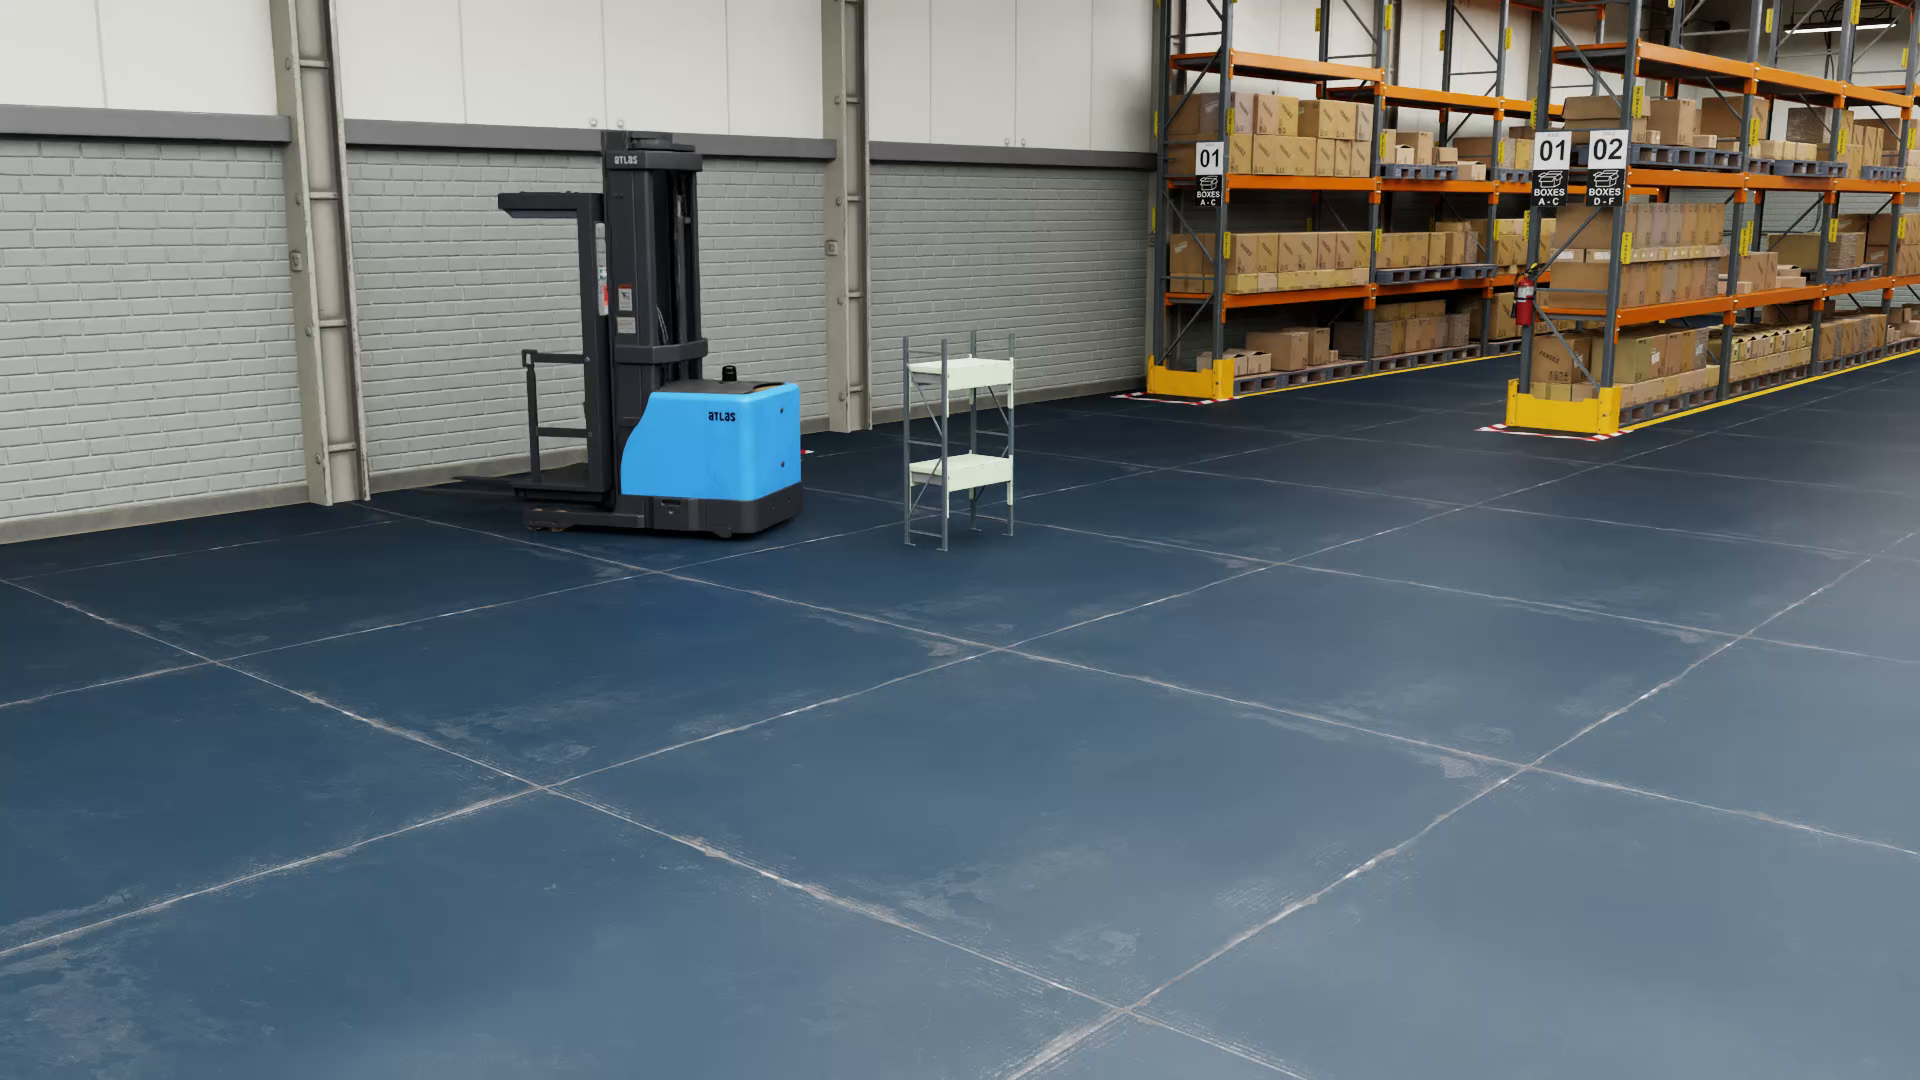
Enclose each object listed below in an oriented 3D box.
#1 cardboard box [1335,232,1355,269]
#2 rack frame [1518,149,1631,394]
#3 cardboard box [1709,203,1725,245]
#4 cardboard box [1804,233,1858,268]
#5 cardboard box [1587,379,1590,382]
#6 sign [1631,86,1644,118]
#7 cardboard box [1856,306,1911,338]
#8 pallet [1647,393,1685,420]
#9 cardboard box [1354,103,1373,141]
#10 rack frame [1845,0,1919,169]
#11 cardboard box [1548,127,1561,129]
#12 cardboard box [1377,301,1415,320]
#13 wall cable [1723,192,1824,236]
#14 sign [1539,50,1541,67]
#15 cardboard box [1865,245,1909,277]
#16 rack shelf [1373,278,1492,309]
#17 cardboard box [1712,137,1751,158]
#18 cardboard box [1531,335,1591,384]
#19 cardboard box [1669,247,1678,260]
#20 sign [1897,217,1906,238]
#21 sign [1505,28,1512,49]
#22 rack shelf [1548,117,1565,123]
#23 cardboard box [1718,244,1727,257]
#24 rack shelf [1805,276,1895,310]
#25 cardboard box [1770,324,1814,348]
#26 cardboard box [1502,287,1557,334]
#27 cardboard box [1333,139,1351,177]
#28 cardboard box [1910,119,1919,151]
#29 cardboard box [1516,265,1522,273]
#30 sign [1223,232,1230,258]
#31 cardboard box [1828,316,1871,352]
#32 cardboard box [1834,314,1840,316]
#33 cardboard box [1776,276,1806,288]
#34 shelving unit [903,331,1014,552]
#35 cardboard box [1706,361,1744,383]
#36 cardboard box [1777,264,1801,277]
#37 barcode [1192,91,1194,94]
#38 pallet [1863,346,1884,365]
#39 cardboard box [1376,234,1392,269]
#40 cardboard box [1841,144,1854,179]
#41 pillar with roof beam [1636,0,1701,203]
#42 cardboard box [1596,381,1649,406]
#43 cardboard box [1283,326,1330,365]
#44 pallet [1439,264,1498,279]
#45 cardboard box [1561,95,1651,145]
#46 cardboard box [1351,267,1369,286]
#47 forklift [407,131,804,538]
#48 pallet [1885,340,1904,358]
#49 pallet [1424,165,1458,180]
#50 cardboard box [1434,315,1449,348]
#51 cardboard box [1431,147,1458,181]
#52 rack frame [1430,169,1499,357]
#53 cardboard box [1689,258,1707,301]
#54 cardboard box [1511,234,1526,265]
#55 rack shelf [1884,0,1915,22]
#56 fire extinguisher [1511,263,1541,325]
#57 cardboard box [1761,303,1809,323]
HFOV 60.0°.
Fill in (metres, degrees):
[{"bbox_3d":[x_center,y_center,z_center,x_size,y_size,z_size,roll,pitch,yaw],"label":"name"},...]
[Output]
[{"bbox_3d":[5.176,-4.058,23.290,0.500,0.500,0.500,10,15,40],"label":"cardboard box"},{"bbox_3d":[6.664,-2.710,18.120,1.000,3.000,0.127,10,15,40],"label":"rack frame"},{"bbox_3d":[9.016,-3.917,20.599,0.700,0.500,0.500,10,15,41],"label":"cardboard box"},{"bbox_3d":[13.023,-4.359,25.049,0.500,0.500,0.700,-9,14,-37],"label":"cardboard box"},{"bbox_3d":[7.117,-1.760,19.310,0.500,0.250,0.500,10,15,40],"label":"cardboard box"},{"bbox_3d":[7.077,-4.576,17.369,0.100,0.325,0.005,10,15,40],"label":"sign"},{"bbox_3d":[15.821,-3.744,28.548,0.797,0.503,0.637,10,15,40],"label":"cardboard box"},{"bbox_3d":[7.942,-1.639,19.878,1.003,0.211,1.213,10,15,40],"label":"pallet"},{"bbox_3d":[5.453,-5.850,23.322,0.500,0.500,0.500,8,14,36],"label":"cardboard box"},{"bbox_3d":[14.585,-7.417,26.372,1.000,3.000,0.127,10,15,40],"label":"rack frame"},{"bbox_3d":[10.182,-7.106,29.180,0.500,0.250,0.500,-11,16,-43],"label":"cardboard box"},{"bbox_3d":[6.683,-3.549,25.664,0.500,0.250,0.500,9,15,39],"label":"cardboard box"},{"bbox_3d":[17.504,-7.909,36.761,3.097,2.526,0.112,10,15,40],"label":"wall cable"},{"bbox_3d":[10.461,-8.668,29.846,0.100,0.325,0.005,10,15,40],"label":"sign"},{"bbox_3d":[15.126,-4.564,27.149,0.500,0.500,0.500,10,15,42],"label":"cardboard box"},{"bbox_3d":[6.901,-3.880,25.814,1.077,0.370,4.000,10,15,40],"label":"rack shelf"},{"bbox_3d":[9.718,-4.991,21.194,0.500,0.250,0.500,-10,15,-42],"label":"cardboard box"},{"bbox_3d":[6.794,-2.052,18.862,0.500,0.500,0.500,10,15,40],"label":"cardboard box"},{"bbox_3d":[8.100,-3.333,19.328,0.380,0.149,0.250,10,15,41],"label":"cardboard box"},{"bbox_3d":[15.004,-4.972,26.489,0.100,0.325,0.005,10,15,40],"label":"sign"},{"bbox_3d":[8.635,-7.897,26.186,0.100,0.325,0.005,10,15,40],"label":"sign"},{"bbox_3d":[12.182,-7.802,31.159,1.077,0.370,4.000,10,15,40],"label":"rack shelf"},{"bbox_3d":[9.285,-3.598,20.654,0.380,0.149,0.250,10,15,40],"label":"cardboard box"},{"bbox_3d":[13.265,-3.828,25.557,1.077,0.370,4.000,10,15,40],"label":"rack shelf"},{"bbox_3d":[11.784,-2.910,23.641,0.500,0.311,0.500,10,15,42],"label":"cardboard box"},{"bbox_3d":[9.945,-4.023,29.113,0.750,0.750,0.750,10,15,42],"label":"cardboard box"},{"bbox_3d":[5.089,-5.289,23.068,0.500,0.500,0.500,8,14,36],"label":"cardboard box"},{"bbox_3d":[15.314,-6.617,27.217,0.700,0.500,0.500,10,15,40],"label":"cardboard box"},{"bbox_3d":[9.262,-4.588,28.115,0.380,0.149,0.250,10,15,42],"label":"cardboard box"},{"bbox_3d":[3.348,-3.704,20.888,0.100,0.325,0.005,10,15,40],"label":"sign"},{"bbox_3d":[13.810,-3.210,25.884,0.500,0.500,0.500,10,15,41],"label":"cardboard box"},{"bbox_3d":[13.739,-3.346,26.562,0.500,0.500,0.500,10,15,41],"label":"cardboard box"},{"bbox_3d":[11.558,-3.596,23.196,0.380,0.149,0.250,10,15,40],"label":"cardboard box"},{"bbox_3d":[-0.004,-0.734,12.059,0.431,1.500,0.755,10,15,40],"label":"shelving unit"},{"bbox_3d":[9.756,-2.183,21.431,0.500,0.250,0.500,9,15,39],"label":"cardboard box"},{"bbox_3d":[11.672,-3.795,23.782,0.500,0.311,0.500,11,16,44],"label":"cardboard box"},{"bbox_3d":[3.033,-5.823,21.710,0.001,0.075,0.075,10,15,40],"label":"barcode"},{"bbox_3d":[14.076,-2.983,26.609,1.003,0.211,1.213,10,15,40],"label":"pallet"},{"bbox_3d":[5.942,-4.273,24.570,0.700,0.500,0.500,10,15,41],"label":"cardboard box"},{"bbox_3d":[12.544,-5.550,24.428,0.910,0.500,0.500,10,15,40],"label":"cardboard box"},{"bbox_3d":[17.868,-8.598,32.284,9.100,9.000,0.548,10,15,40],"label":"pillar with roof beam"},{"bbox_3d":[7.512,-1.692,18.970,0.500,0.250,0.500,10,15,40],"label":"cardboard box"},{"bbox_3d":[4.925,-2.770,23.682,0.500,0.500,0.500,8,14,36],"label":"cardboard box"},{"bbox_3d":[7.830,-4.314,26.642,1.213,0.211,1.003,10,15,40],"label":"pallet"},{"bbox_3d":[7.046,-4.590,18.182,0.637,0.503,0.797,-11,16,-44],"label":"cardboard box"},{"bbox_3d":[5.495,-3.766,23.738,0.500,0.250,0.500,10,15,40],"label":"cardboard box"},{"bbox_3d":[-2.796,-1.592,12.699,3.031,2.935,1.130,3,12,16],"label":"forklift"},{"bbox_3d":[15.039,-3.209,27.738,1.003,0.211,1.213,10,15,40],"label":"pallet"},{"bbox_3d":[6.750,-5.547,25.147,1.213,0.211,1.003,10,15,40],"label":"pallet"},{"bbox_3d":[7.357,-3.343,26.550,0.700,0.500,0.500,10,15,40],"label":"cardboard box"},{"bbox_3d":[7.296,-5.879,26.016,0.637,0.503,0.797,-10,15,-40],"label":"cardboard box"},{"bbox_3d":[8.221,-4.527,27.217,1.000,3.000,0.127,10,15,40],"label":"rack frame"},{"bbox_3d":[8.673,-3.203,20.333,0.700,0.500,0.500,10,15,40],"label":"cardboard box"},{"bbox_3d":[9.086,-4.846,27.748,0.500,0.500,0.500,10,15,42],"label":"cardboard box"},{"bbox_3d":[15.905,-8.988,27.590,1.077,0.370,4.000,10,15,40],"label":"rack shelf"},{"bbox_3d":[6.237,-2.715,18.341,0.296,0.674,0.183,10,15,40],"label":"fire extinguisher"},{"bbox_3d":[12.419,-3.421,25.026,0.500,0.250,0.500,11,15,42],"label":"cardboard box"}]
